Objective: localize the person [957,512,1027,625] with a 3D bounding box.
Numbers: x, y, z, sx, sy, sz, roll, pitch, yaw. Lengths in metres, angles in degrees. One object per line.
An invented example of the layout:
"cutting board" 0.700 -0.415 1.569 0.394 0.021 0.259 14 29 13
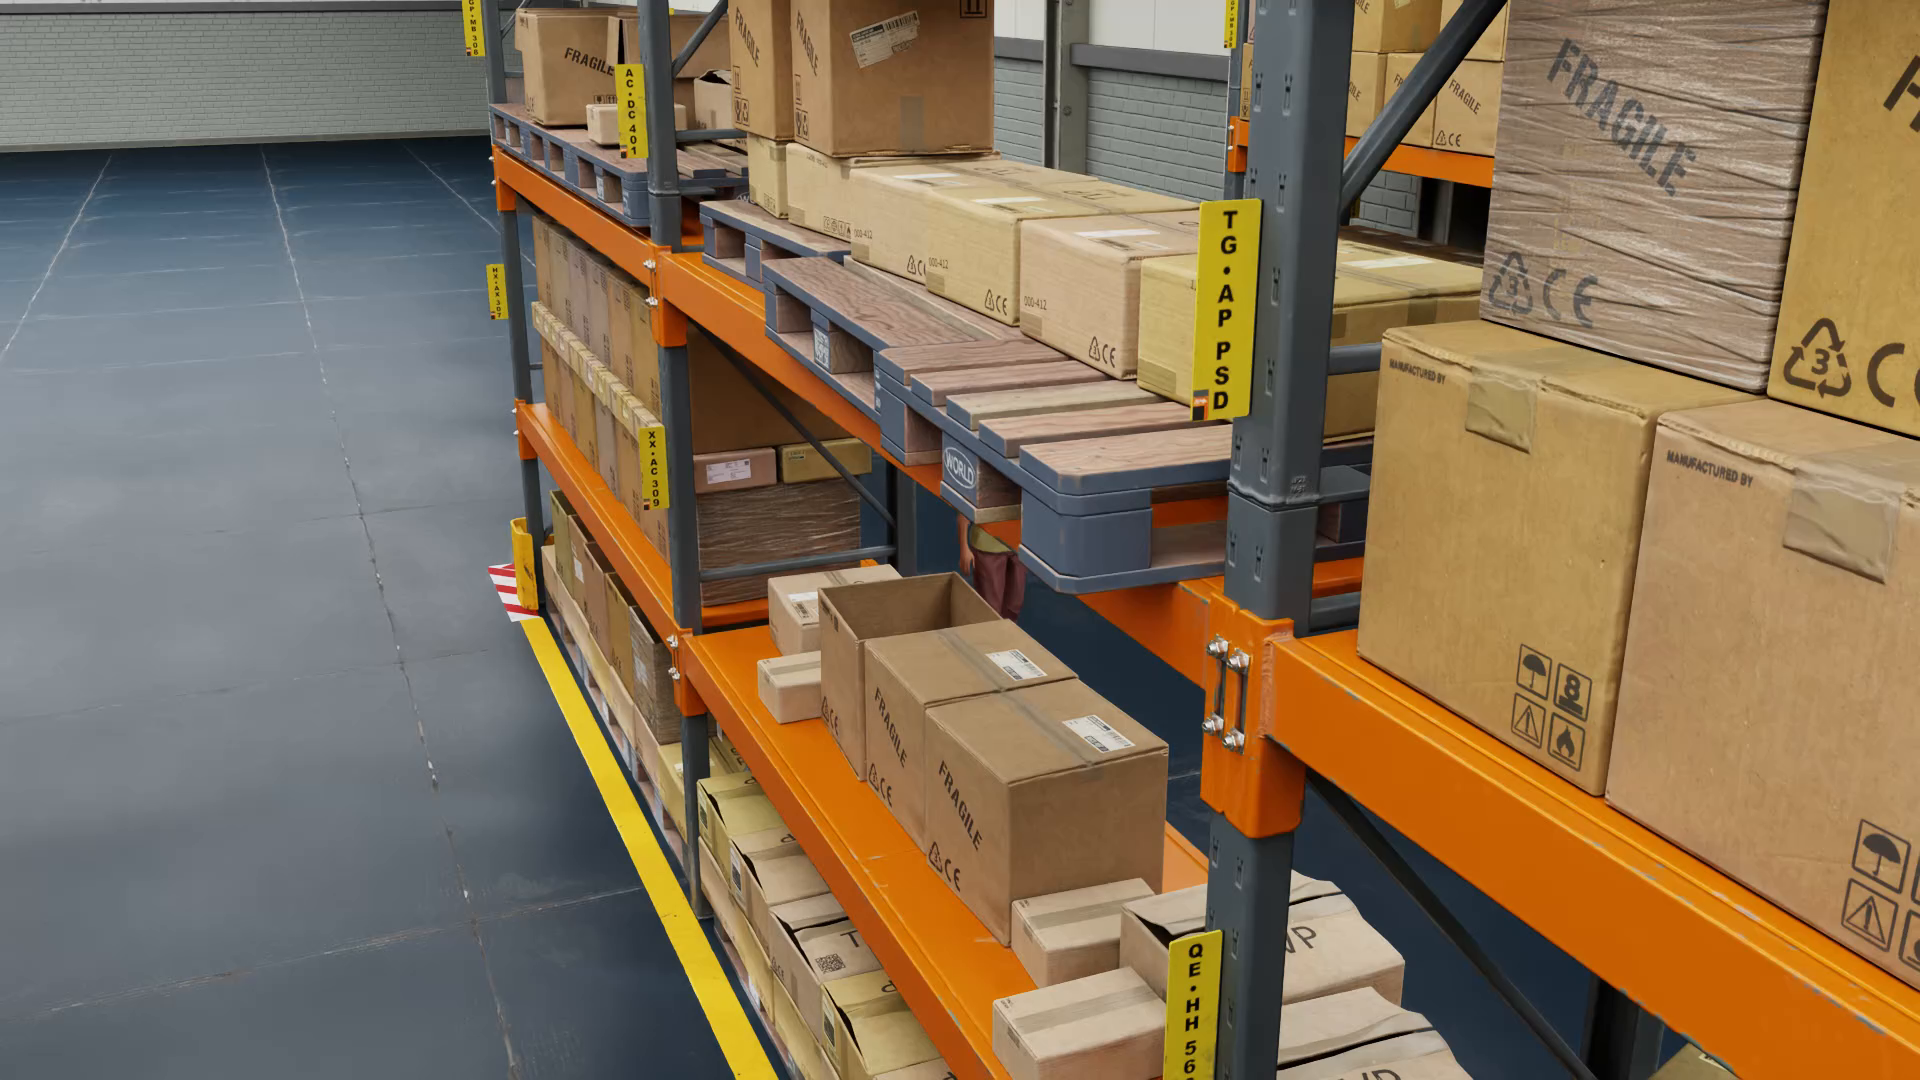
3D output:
"person" 0.210 0.033 8.913 0.465 1.670 0.395 -13 23 -34
